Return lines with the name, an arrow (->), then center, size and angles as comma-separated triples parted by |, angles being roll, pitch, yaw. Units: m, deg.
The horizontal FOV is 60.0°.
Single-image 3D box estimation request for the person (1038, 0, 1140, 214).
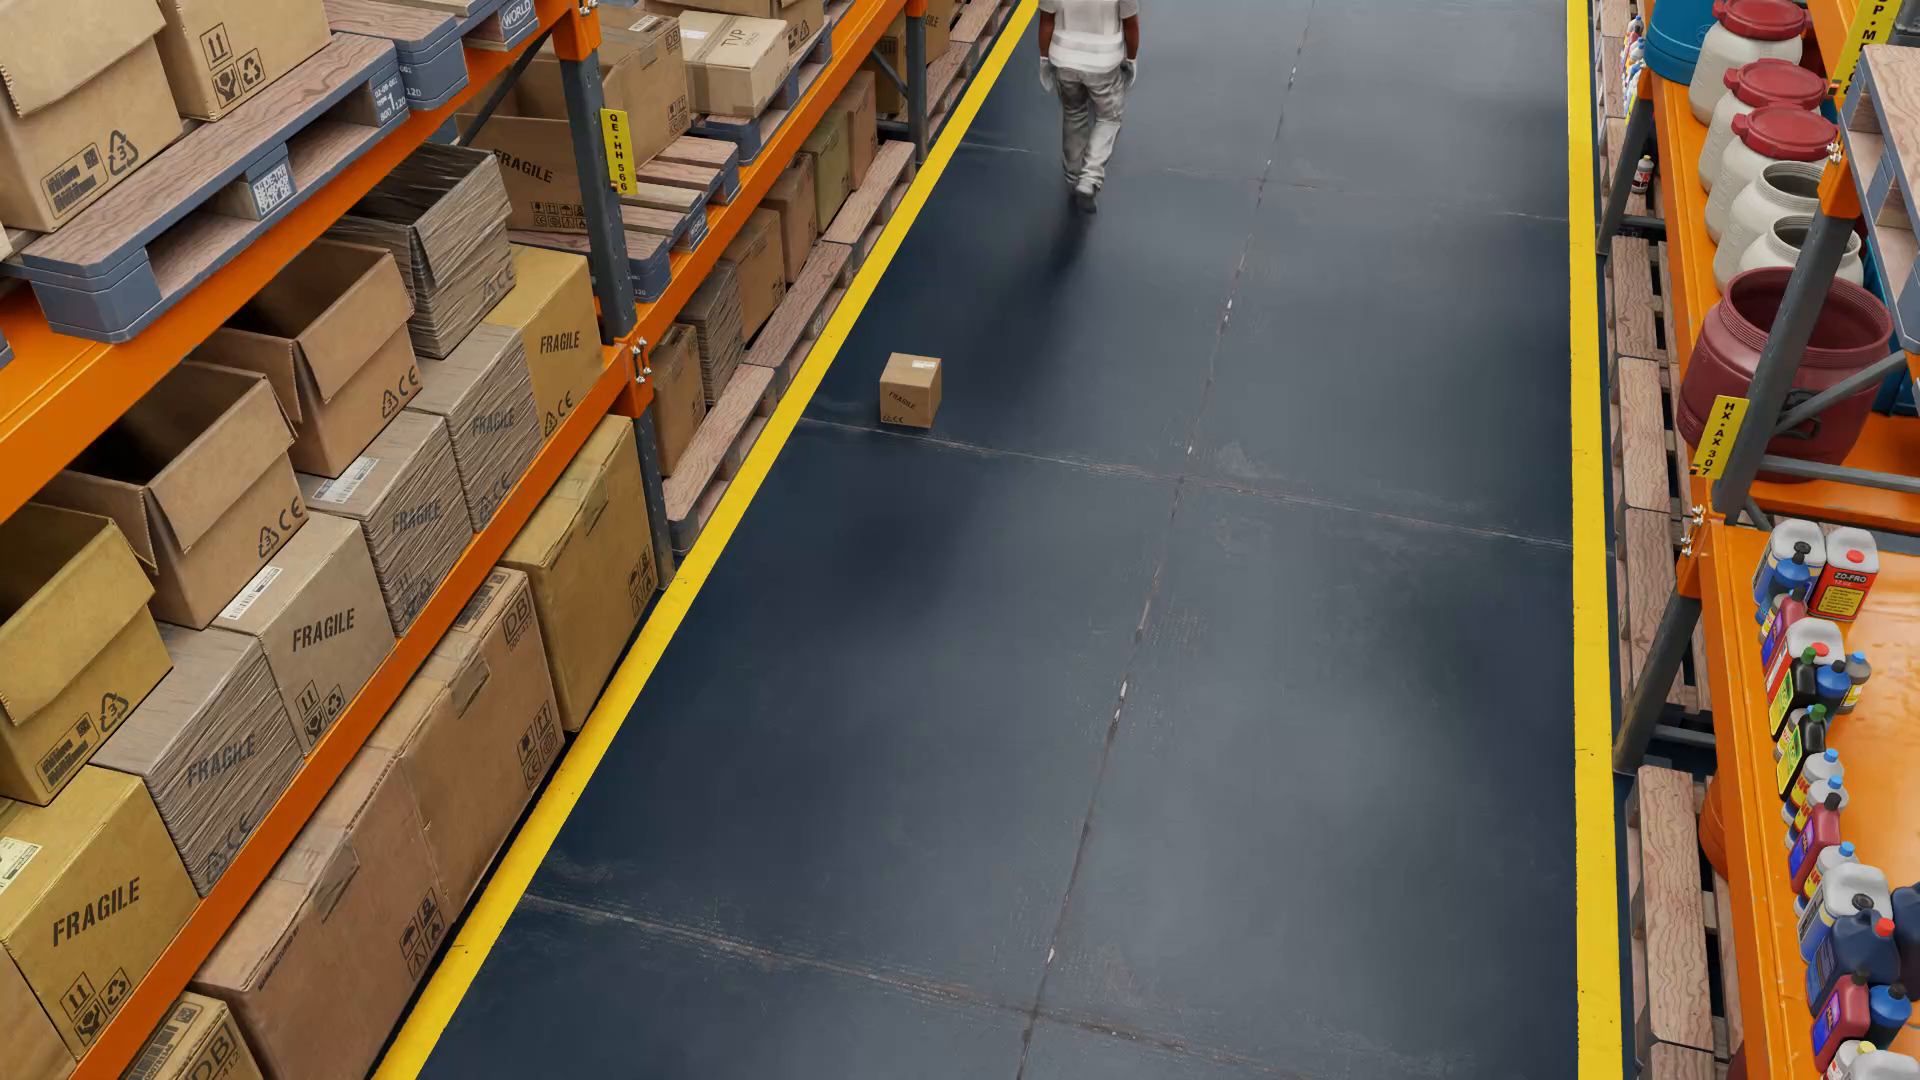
person -> 0.703, -2.646, 9.205 | 0.553, 1.766, 0.756 | 11, 42, 13
